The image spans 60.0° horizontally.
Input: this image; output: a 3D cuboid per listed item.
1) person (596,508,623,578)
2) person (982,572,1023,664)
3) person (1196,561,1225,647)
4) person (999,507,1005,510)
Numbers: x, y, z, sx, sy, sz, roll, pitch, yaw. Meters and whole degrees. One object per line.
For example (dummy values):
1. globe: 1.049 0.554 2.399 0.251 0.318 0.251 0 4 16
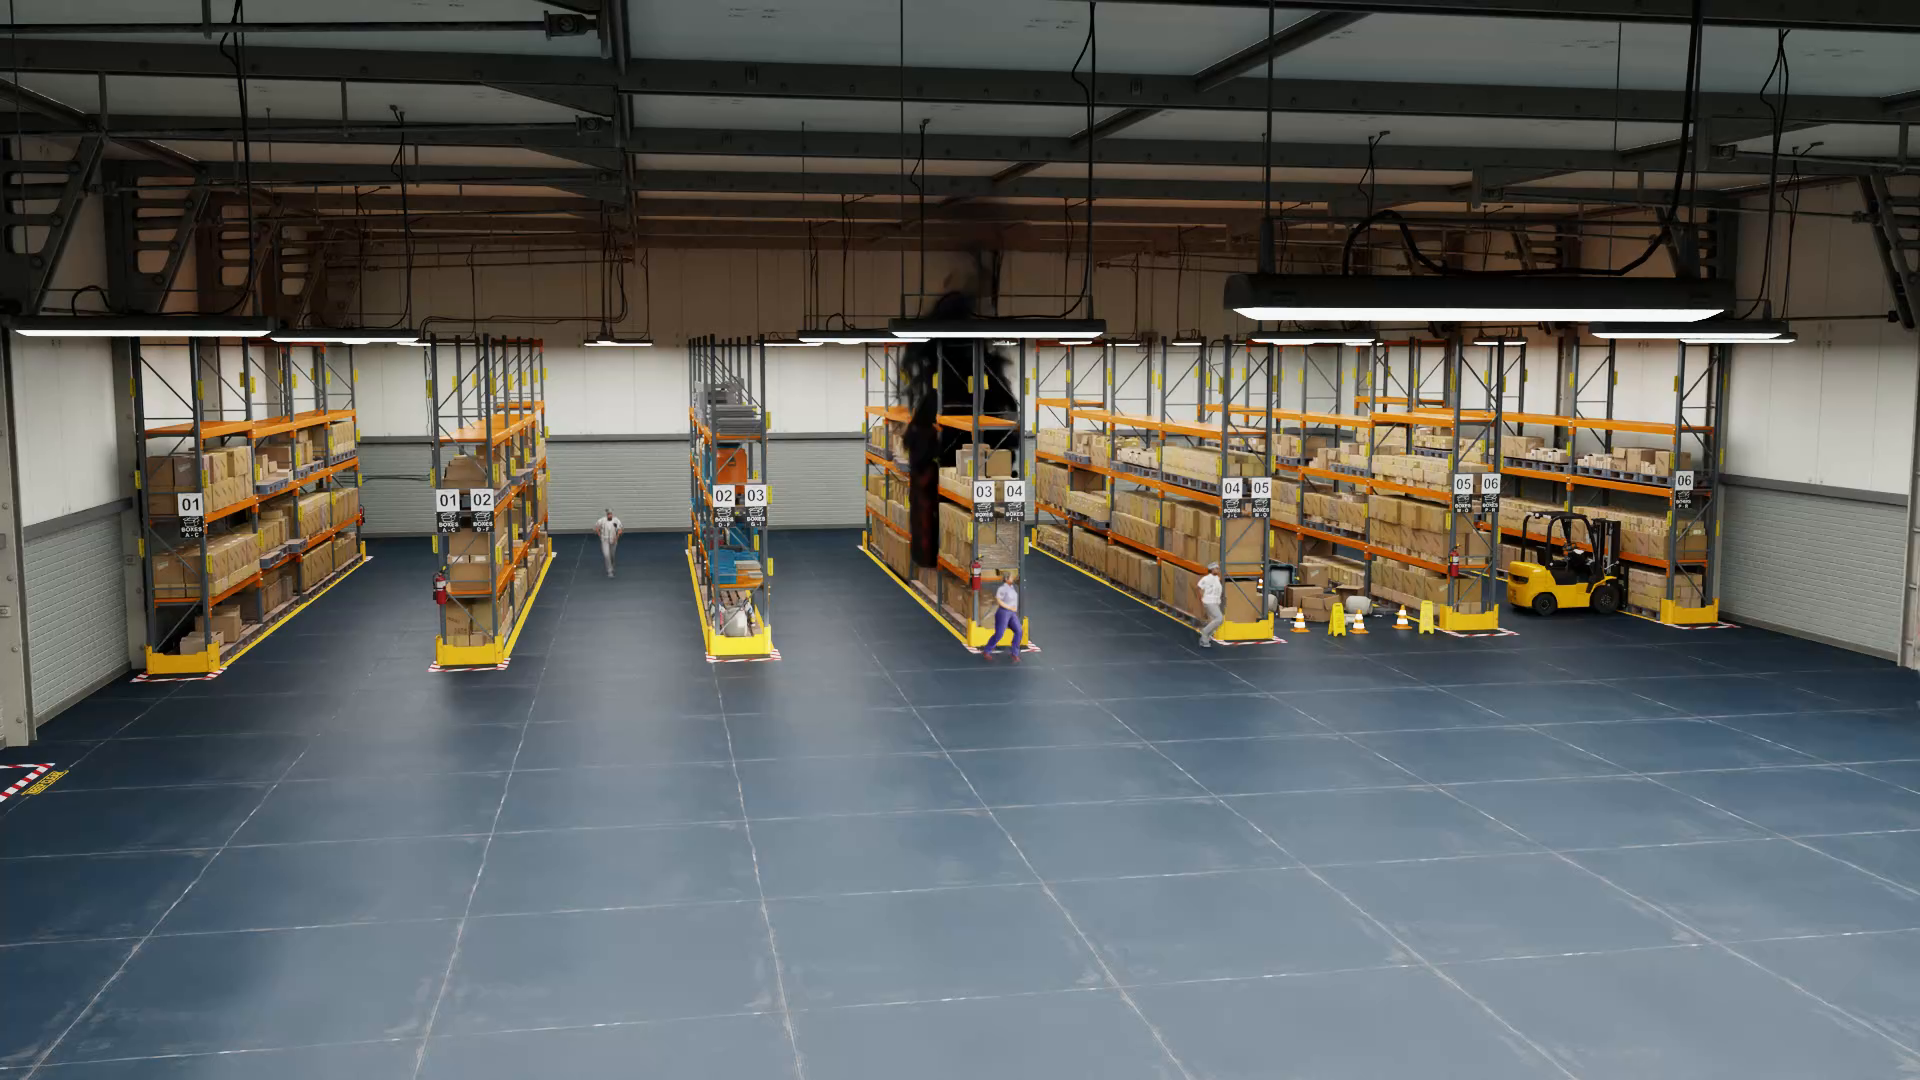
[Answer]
1. person: -8.886 0.044 42.152 0.673 1.762 1.008 -1 7 -12
2. person: 0.847 1.428 30.612 0.762 1.682 0.665 4 8 32
3. person: 4.916 1.236 32.104 0.539 1.638 0.589 5 8 39
4. person: 1.287 -0.436 46.340 0.701 1.762 0.850 -1 7 -11
